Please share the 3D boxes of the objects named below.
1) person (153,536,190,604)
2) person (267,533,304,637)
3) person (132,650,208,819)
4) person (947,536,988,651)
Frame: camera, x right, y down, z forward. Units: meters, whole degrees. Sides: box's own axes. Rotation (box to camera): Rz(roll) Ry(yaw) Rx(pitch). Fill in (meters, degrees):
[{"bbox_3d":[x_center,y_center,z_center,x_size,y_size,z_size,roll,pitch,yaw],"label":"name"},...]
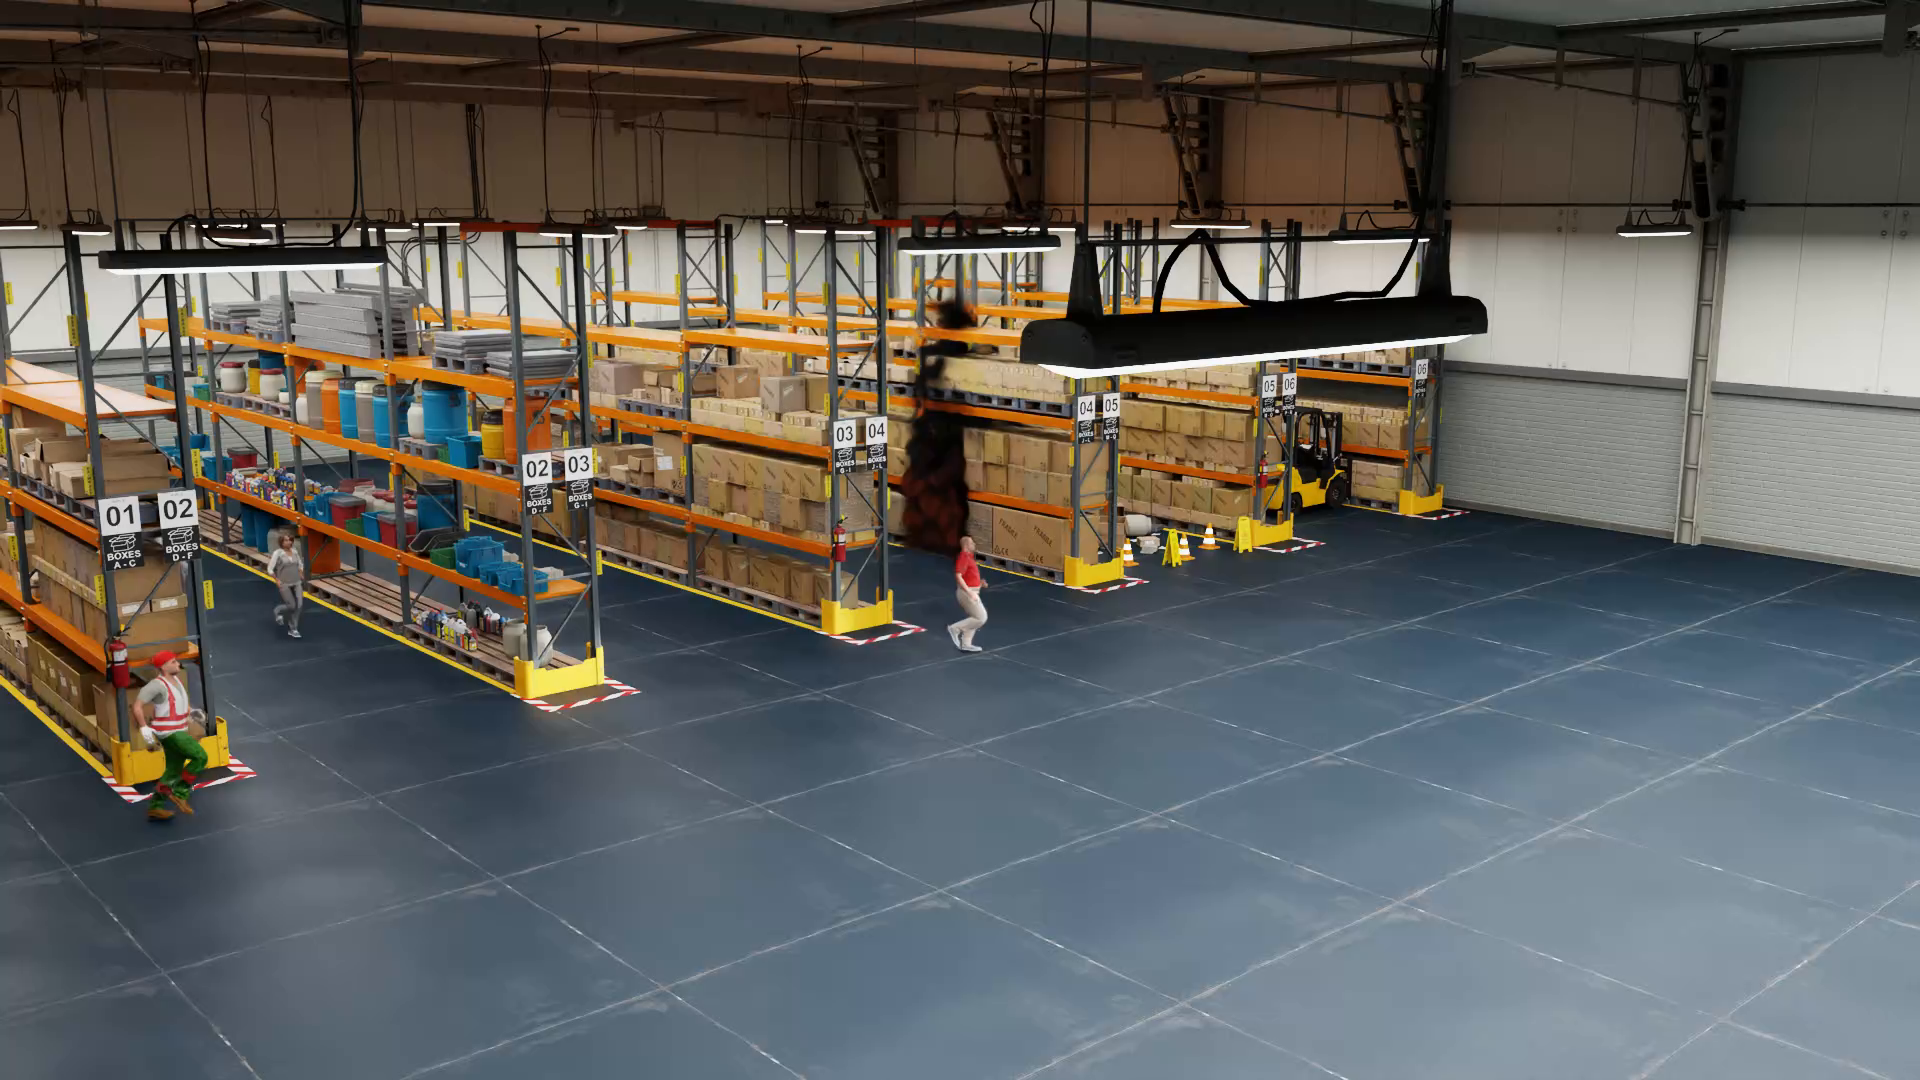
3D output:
[{"bbox_3d":[-12.699,0.135,26.773,0.719,1.815,0.687,9,15,39],"label":"person"},{"bbox_3d":[-9.986,0.670,24.695,0.549,1.545,0.527,9,15,39],"label":"person"},{"bbox_3d":[-8.213,2.011,17.434,0.651,1.715,0.695,-1,12,-7],"label":"person"},{"bbox_3d":[0.137,0.777,23.829,0.546,1.683,0.675,-1,11,-4],"label":"person"}]
